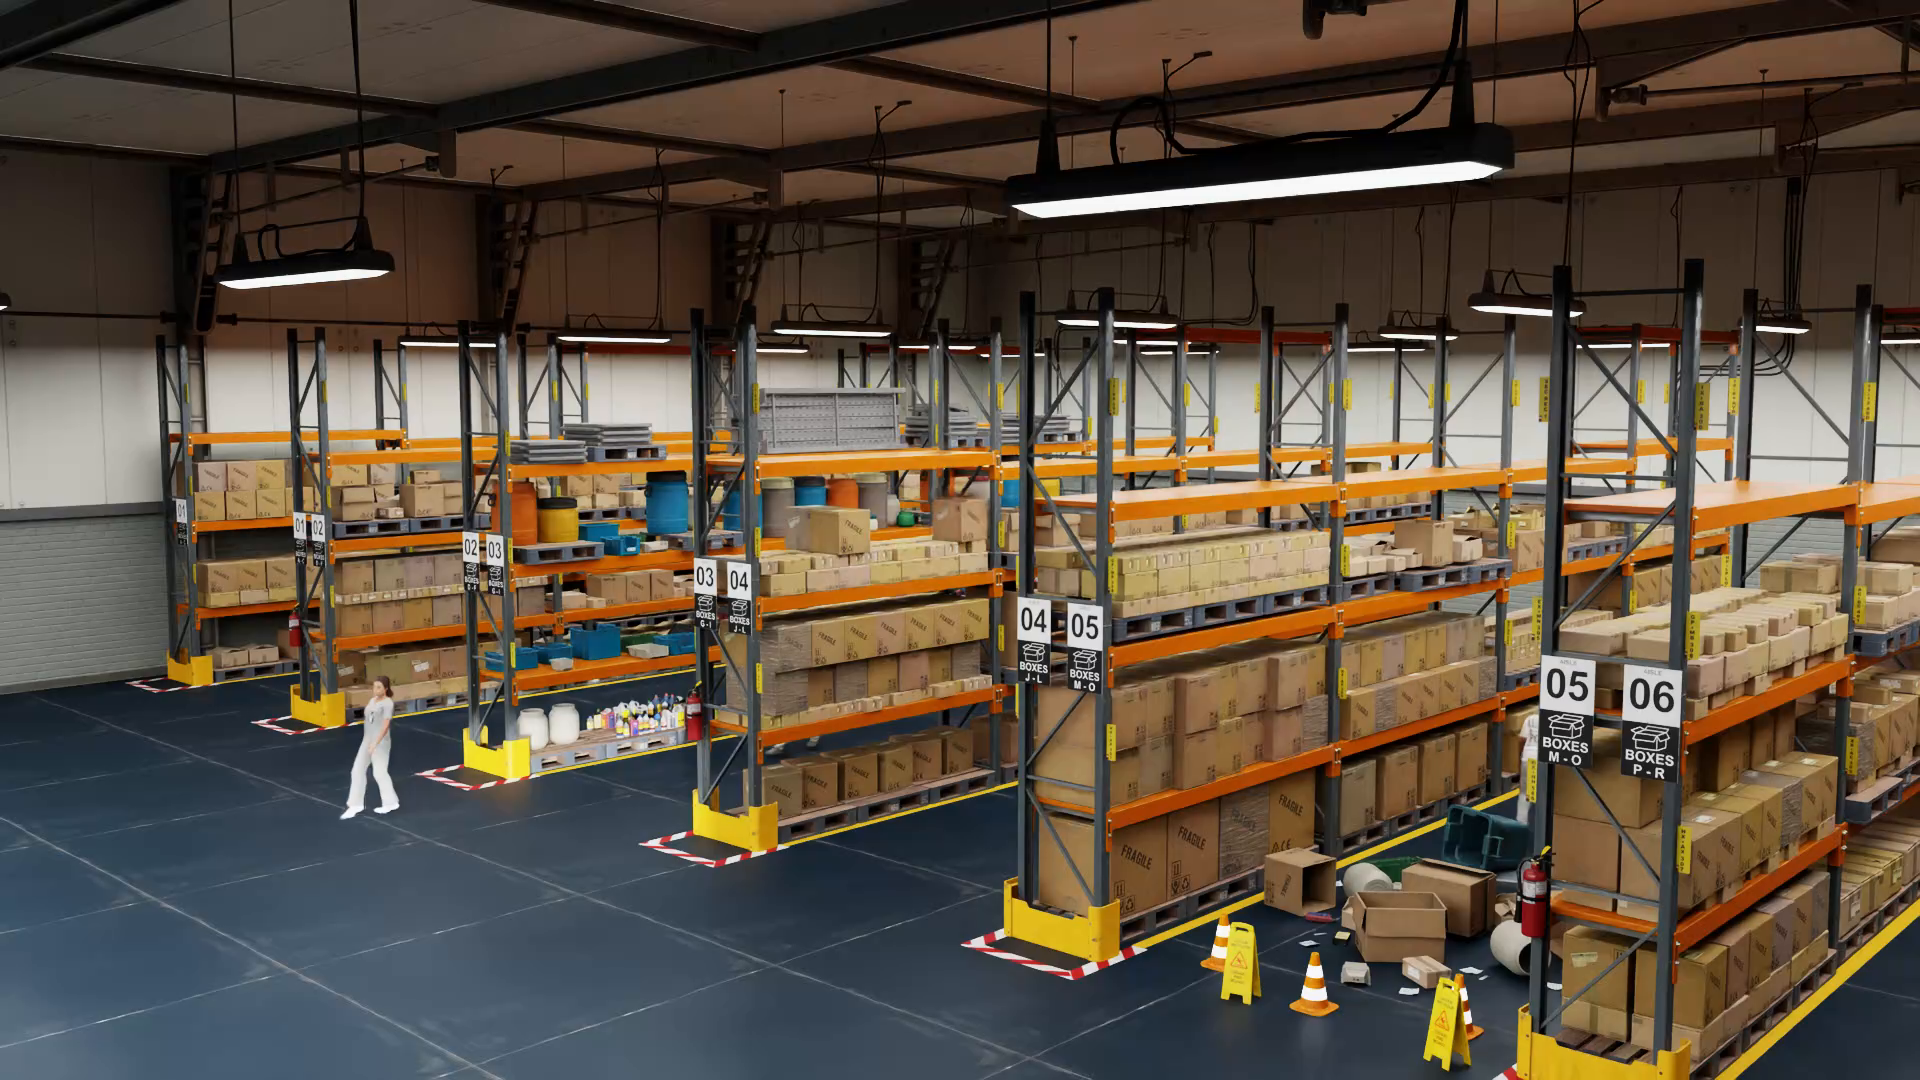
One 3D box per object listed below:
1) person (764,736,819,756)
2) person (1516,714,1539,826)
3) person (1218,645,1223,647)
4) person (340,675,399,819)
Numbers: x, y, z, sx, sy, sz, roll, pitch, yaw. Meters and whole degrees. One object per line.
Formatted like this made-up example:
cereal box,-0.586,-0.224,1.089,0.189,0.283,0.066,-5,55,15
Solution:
person,-2.315,2.104,23.160,0.670,1.719,1.066,3,6,26
person,6.598,2.591,18.888,0.541,1.647,0.642,3,6,28
person,3.463,2.237,22.162,0.546,1.661,1.079,4,7,34
person,-7.073,2.479,19.918,0.464,1.692,0.676,4,7,37
